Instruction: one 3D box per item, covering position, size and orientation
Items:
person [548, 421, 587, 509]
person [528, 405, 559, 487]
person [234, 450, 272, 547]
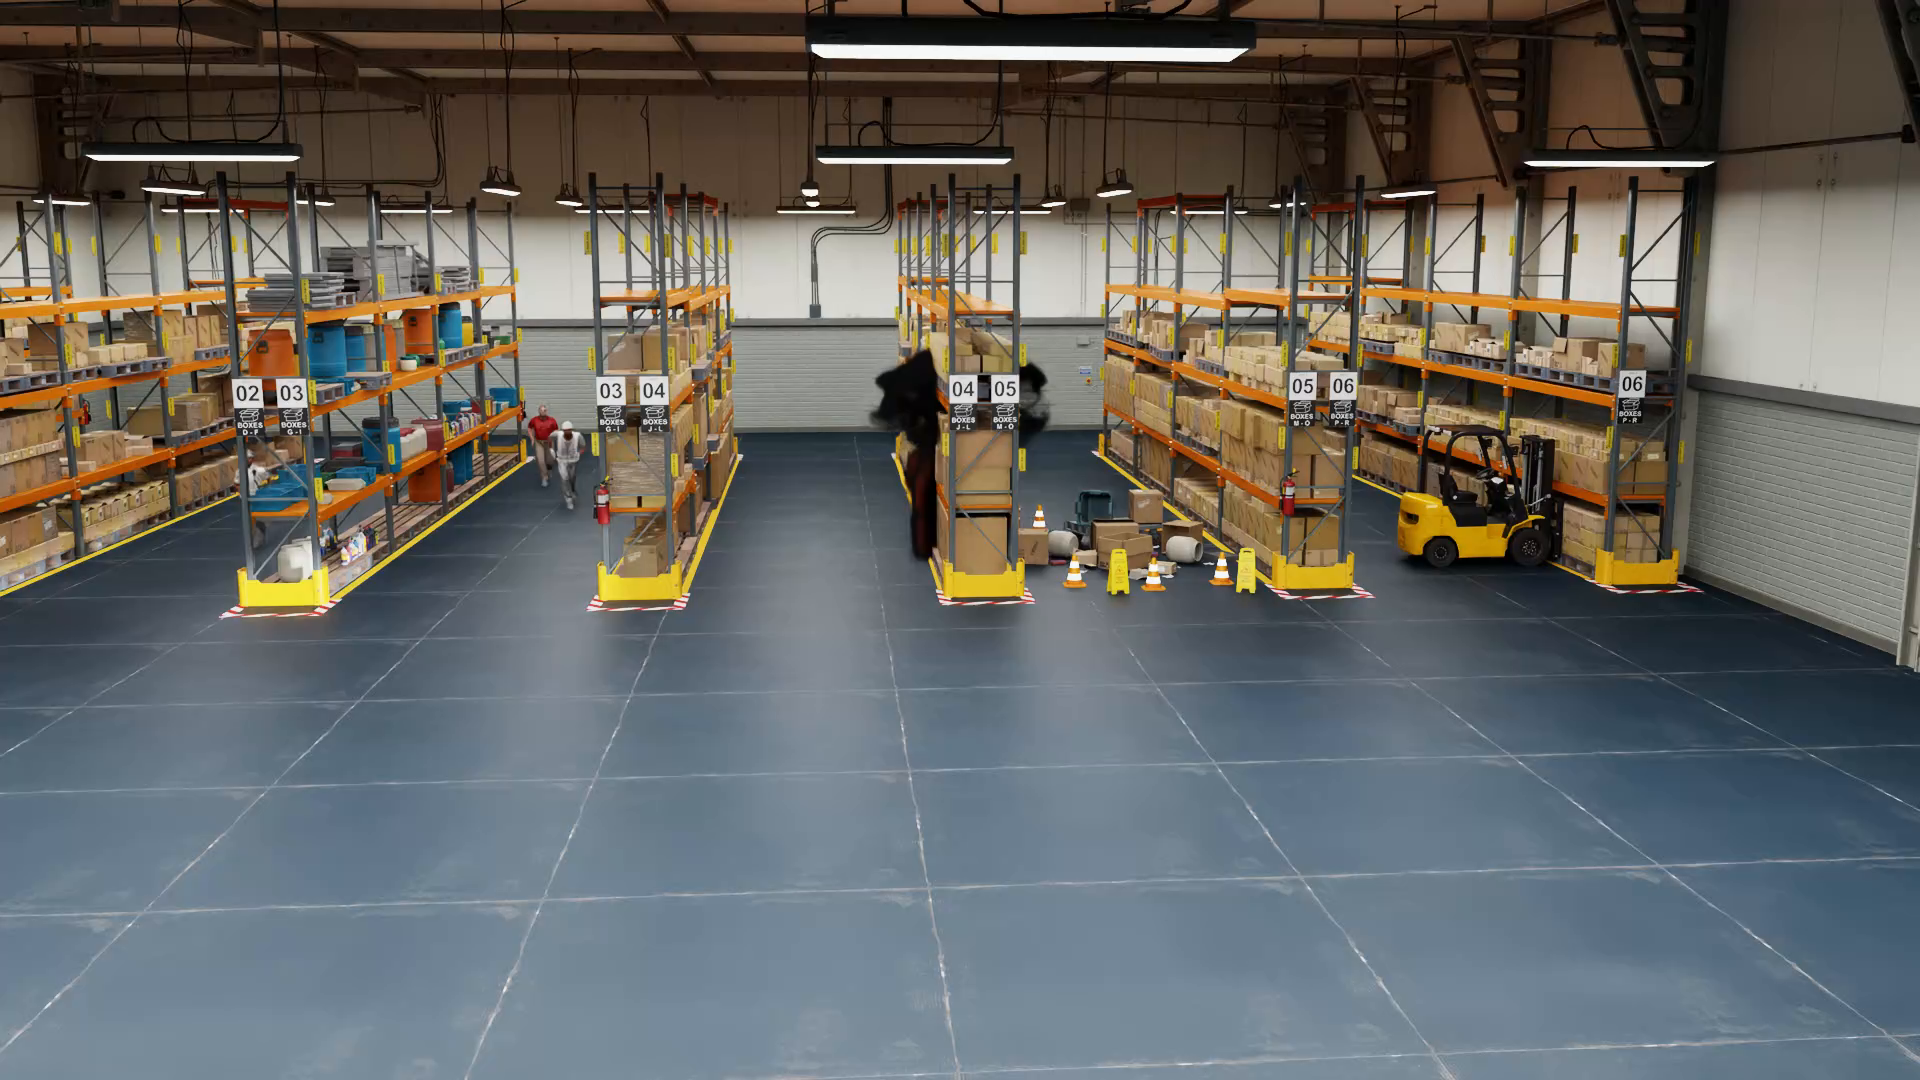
[{"bbox_3d":[-7.632,-1.484,32.385,0.730,1.732,1.055,-2,10,-12],"label":"person"},{"bbox_3d":[-8.833,-2.017,35.316,0.647,1.704,0.849,-3,10,-15],"label":"person"},{"bbox_3d":[-11.856,-0.687,27.811,0.561,1.661,0.562,-1,10,-3],"label":"person"}]
